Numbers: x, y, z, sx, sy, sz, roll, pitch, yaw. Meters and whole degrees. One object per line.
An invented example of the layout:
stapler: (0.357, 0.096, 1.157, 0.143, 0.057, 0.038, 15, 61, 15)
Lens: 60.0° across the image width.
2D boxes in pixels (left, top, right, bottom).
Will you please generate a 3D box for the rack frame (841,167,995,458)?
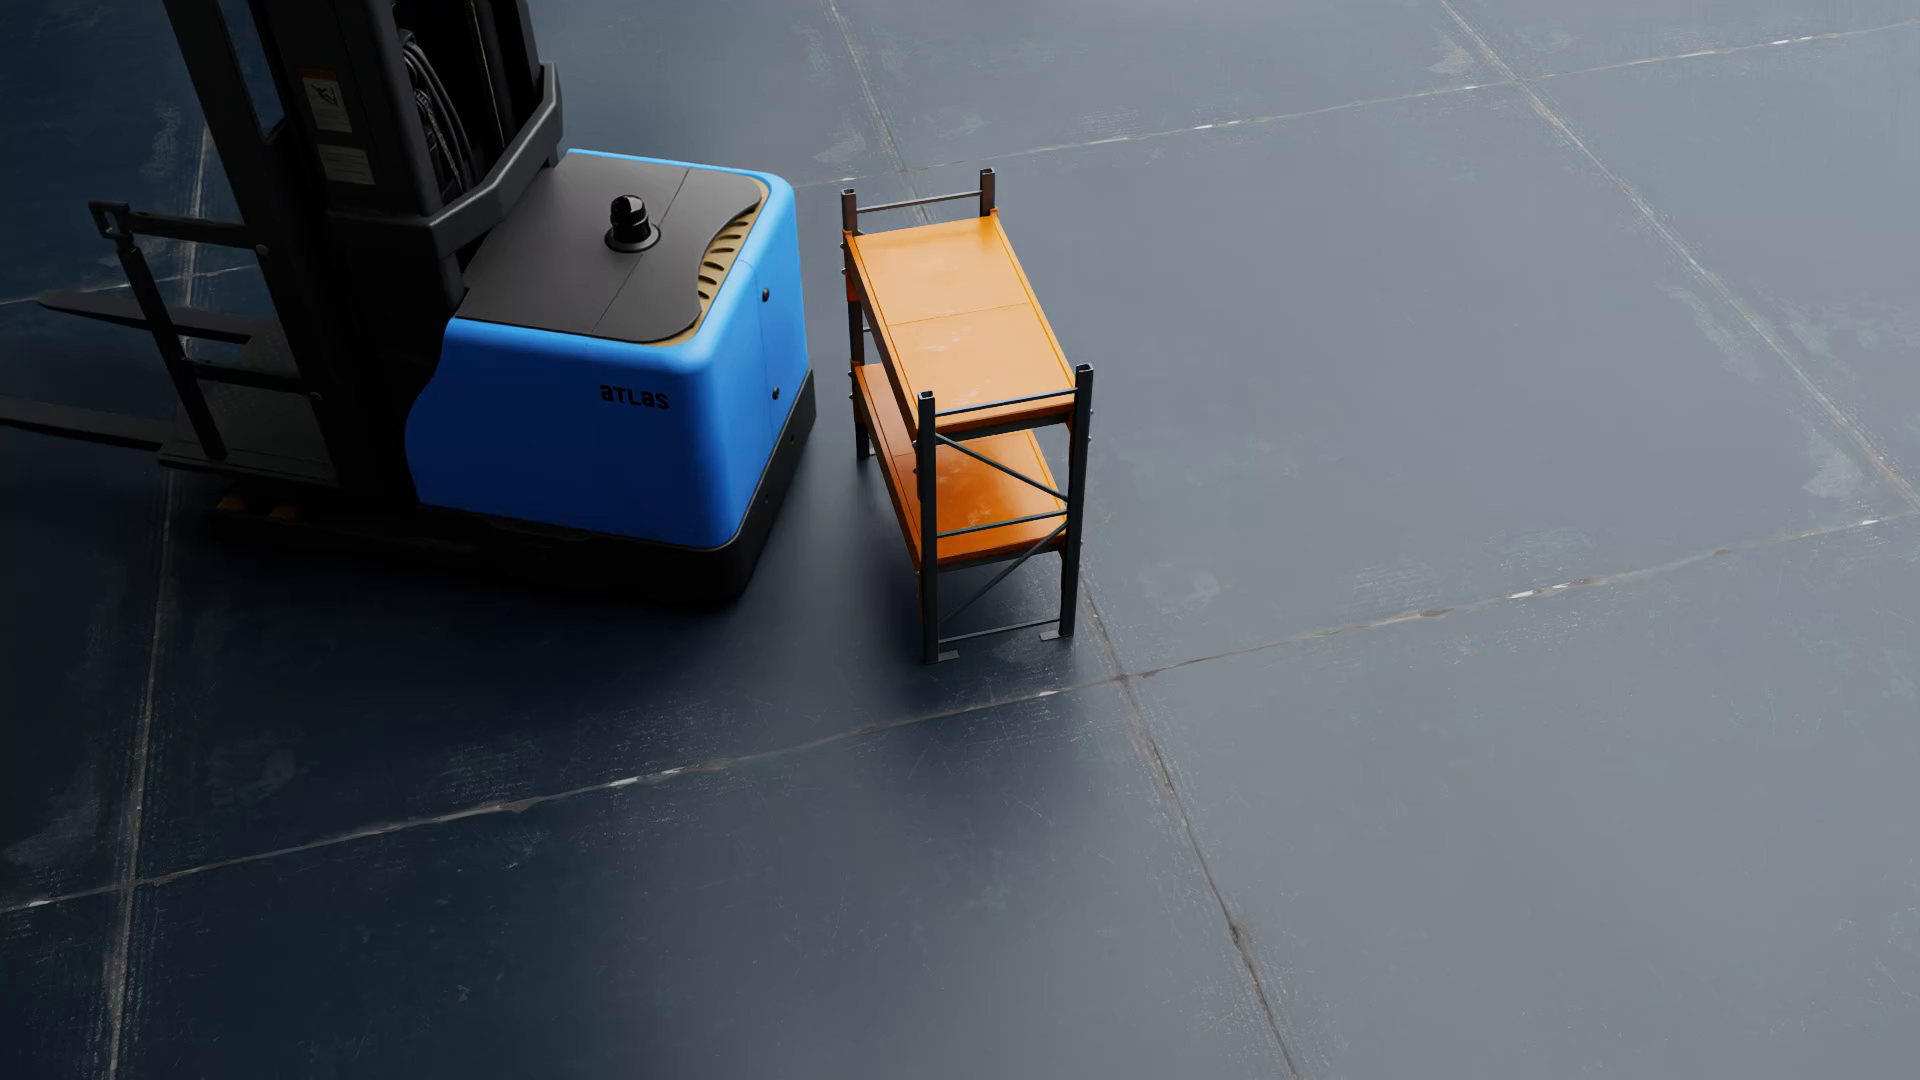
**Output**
rack frame: (-0.132, -0.749, 5.697, 0.500, 1.125, 0.032, -11, 47, -10)

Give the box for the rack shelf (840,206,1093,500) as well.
rack shelf: (-0.002, -0.603, 5.144, 0.538, 0.278, 1.000, -11, 47, -10)

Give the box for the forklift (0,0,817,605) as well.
forklift: (-2.097, -1.354, 5.025, 3.031, 2.935, 1.130, 9, 46, 9)

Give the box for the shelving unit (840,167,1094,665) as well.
shelving unit: (-0.002, -0.398, 5.353, 0.538, 1.125, 1.048, -11, 47, -10)

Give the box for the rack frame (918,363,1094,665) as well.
rack frame: (0.128, -0.047, 5.009, 0.500, 1.125, 0.032, -11, 47, -10)

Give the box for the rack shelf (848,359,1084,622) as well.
rack shelf: (-0.002, -0.227, 5.527, 0.538, 0.278, 1.000, -11, 47, -10)
